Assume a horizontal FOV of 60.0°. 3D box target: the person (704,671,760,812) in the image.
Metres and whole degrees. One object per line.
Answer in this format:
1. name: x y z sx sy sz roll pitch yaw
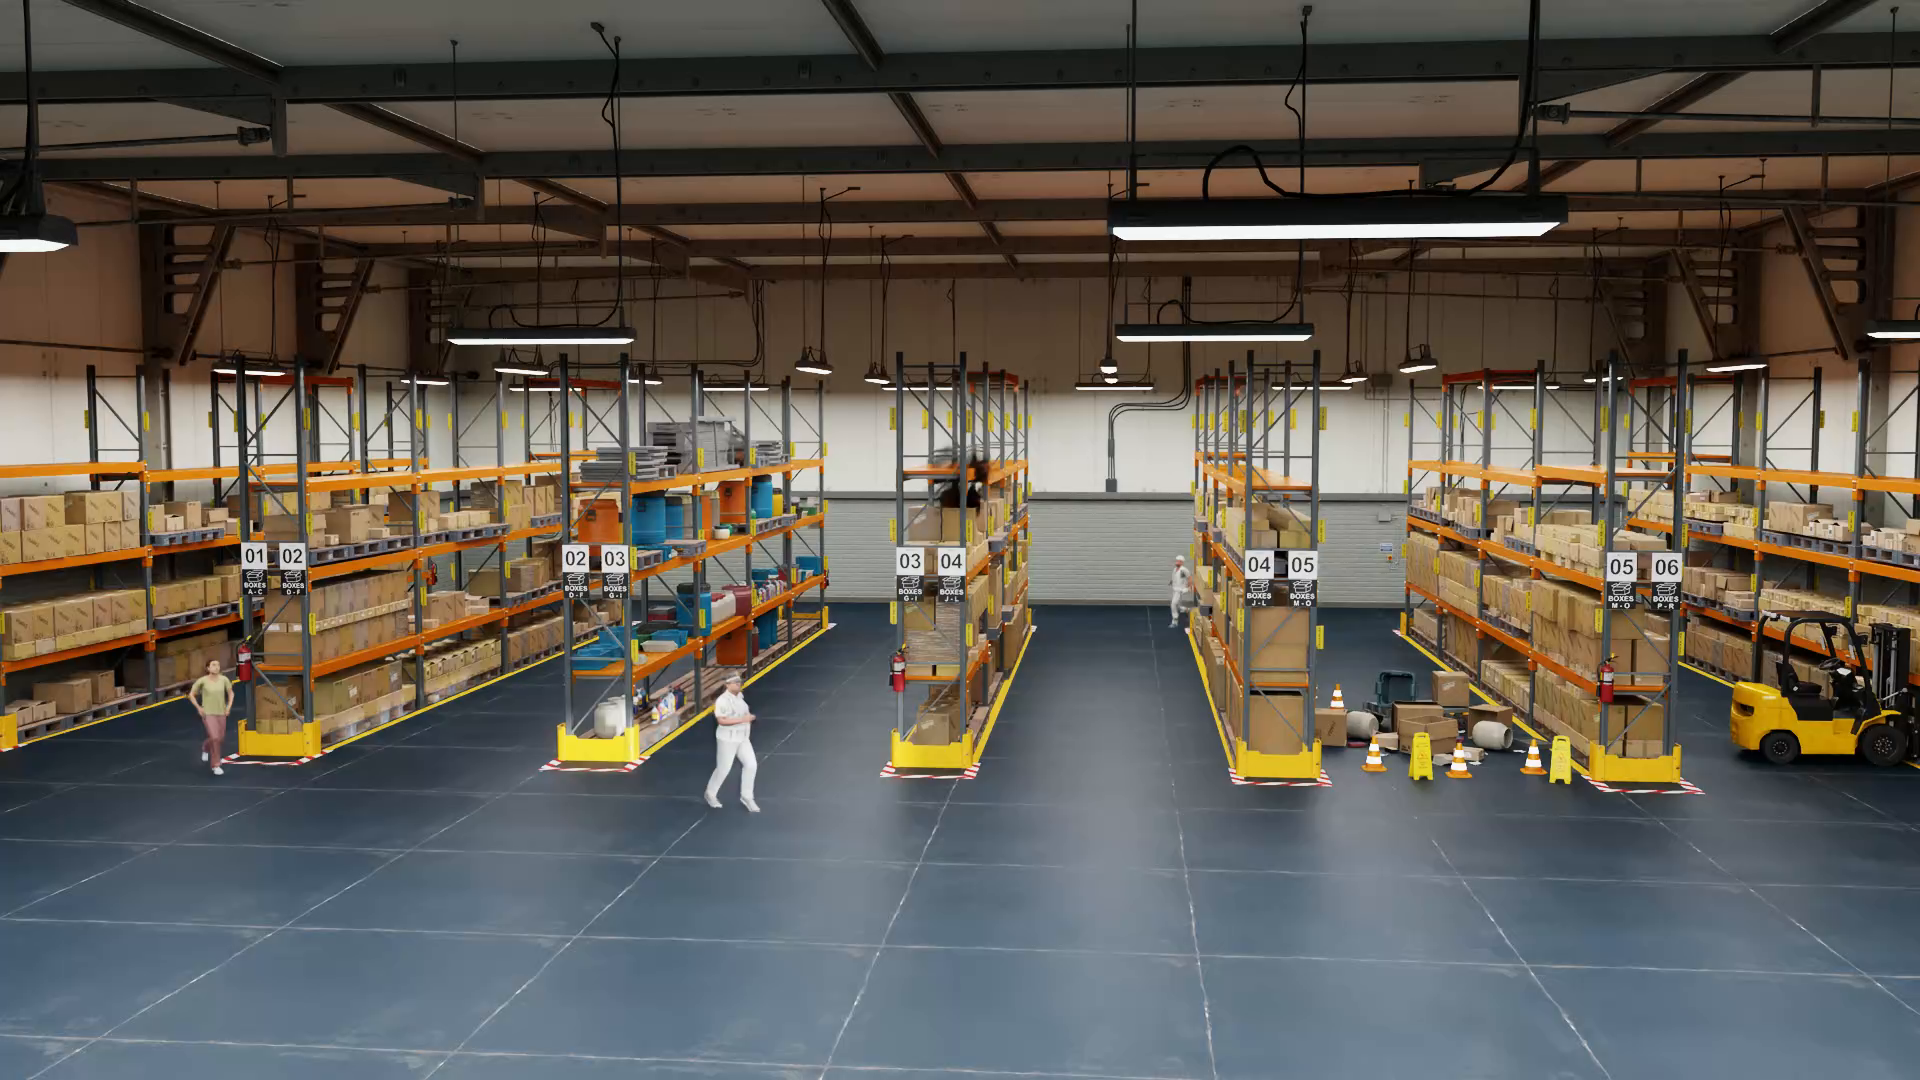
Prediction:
1. person: -2.941 2.600 21.401 0.810 1.858 0.678 2 5 31

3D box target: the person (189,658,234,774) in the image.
1. person: -10.730 2.502 23.878 0.732 1.644 0.602 4 6 44

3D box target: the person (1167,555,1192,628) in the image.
1. person: 5.384 1.257 40.518 0.752 1.768 0.699 -1 4 -17
